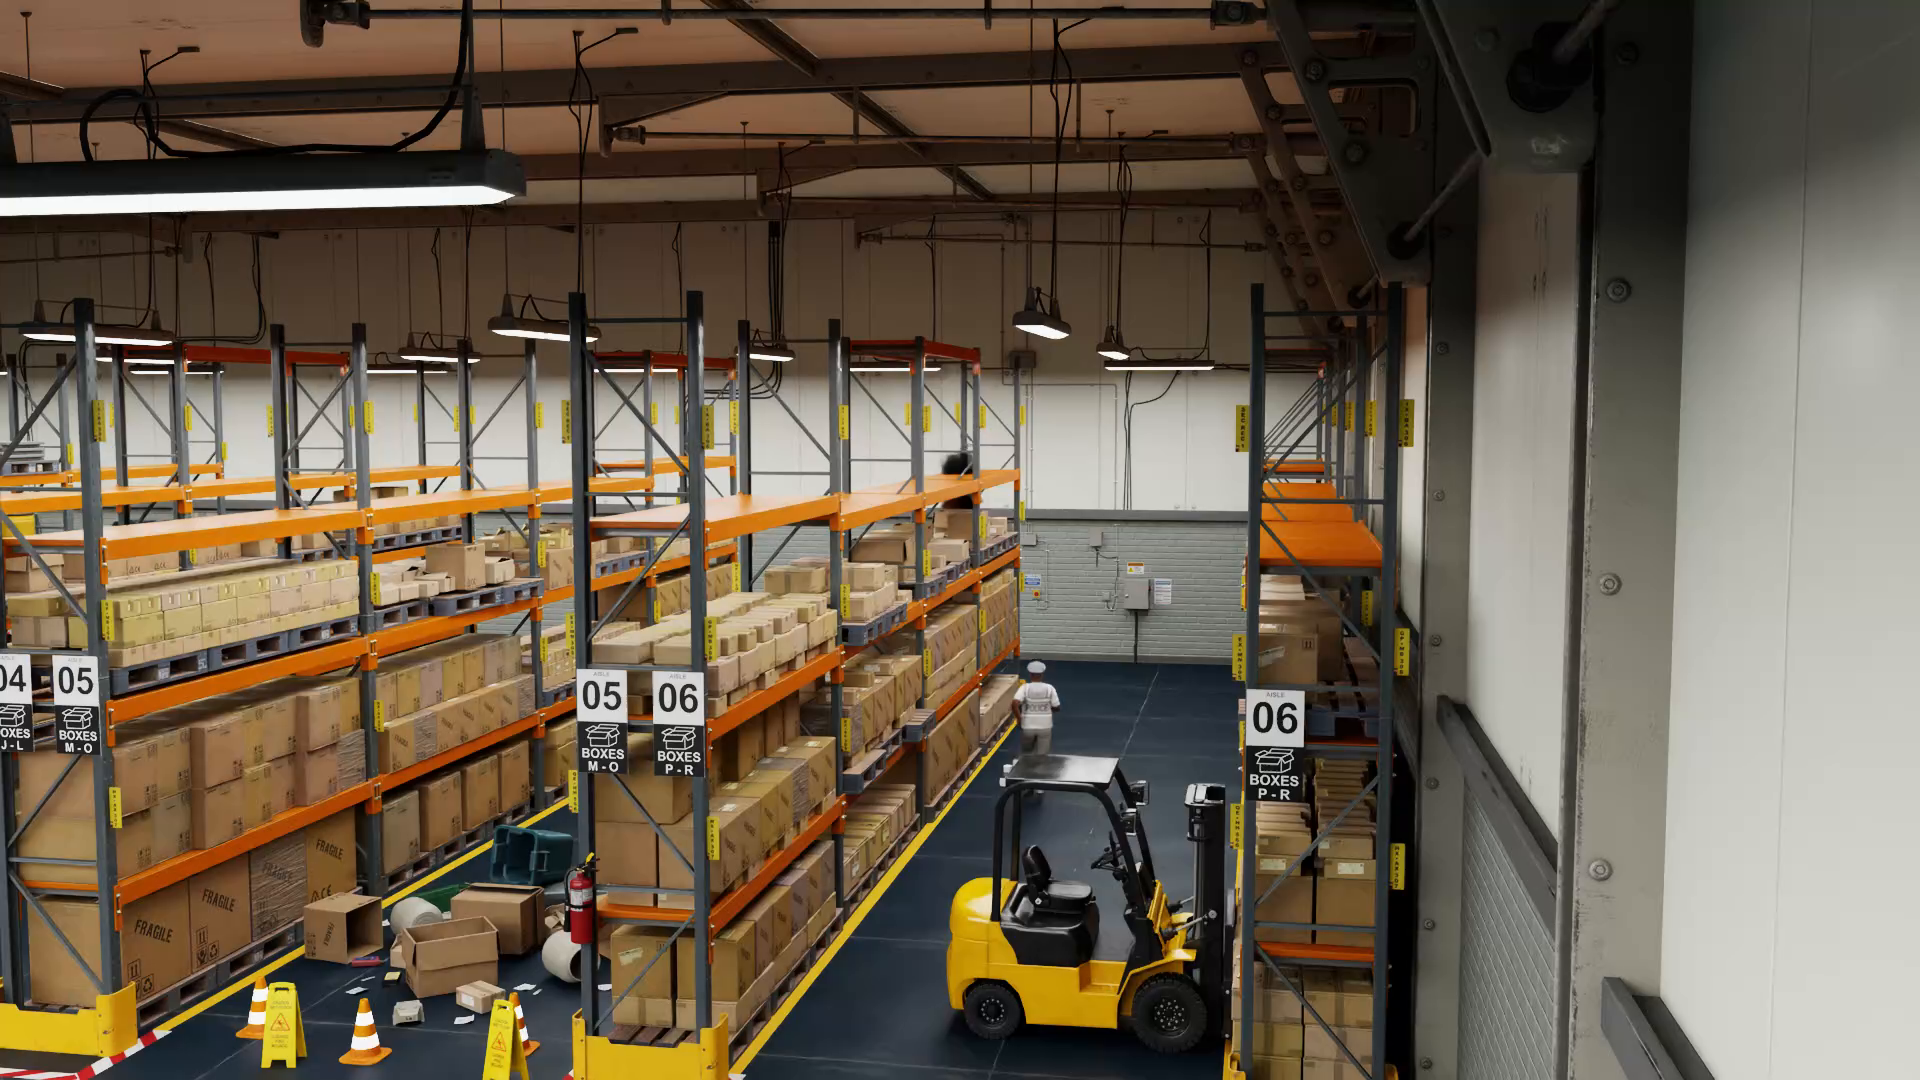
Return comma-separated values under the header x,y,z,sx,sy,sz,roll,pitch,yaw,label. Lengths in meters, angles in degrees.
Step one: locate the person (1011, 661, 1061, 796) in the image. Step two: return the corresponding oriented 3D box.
x,y,z,sx,sy,sz,roll,pitch,yaw,label
1.002,2.516,21.910,0.642,1.840,0.763,0,5,4,person
